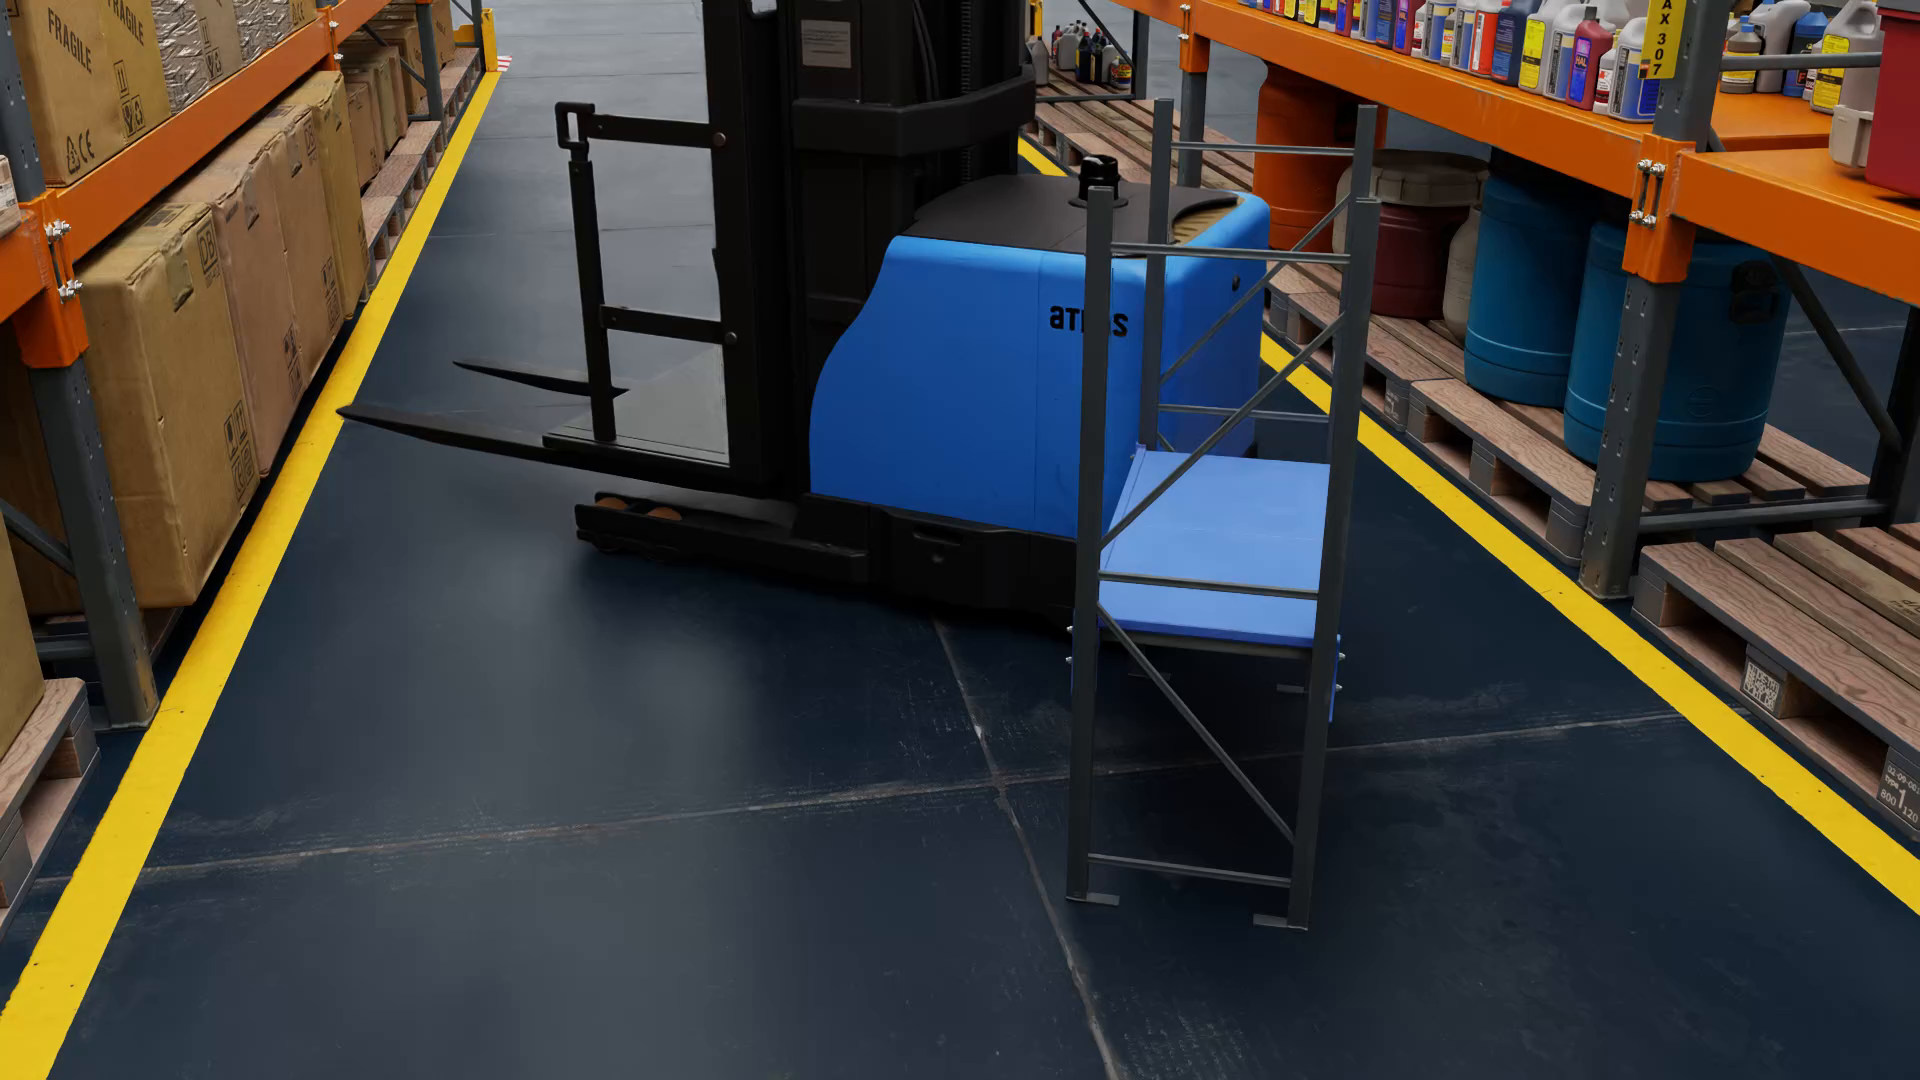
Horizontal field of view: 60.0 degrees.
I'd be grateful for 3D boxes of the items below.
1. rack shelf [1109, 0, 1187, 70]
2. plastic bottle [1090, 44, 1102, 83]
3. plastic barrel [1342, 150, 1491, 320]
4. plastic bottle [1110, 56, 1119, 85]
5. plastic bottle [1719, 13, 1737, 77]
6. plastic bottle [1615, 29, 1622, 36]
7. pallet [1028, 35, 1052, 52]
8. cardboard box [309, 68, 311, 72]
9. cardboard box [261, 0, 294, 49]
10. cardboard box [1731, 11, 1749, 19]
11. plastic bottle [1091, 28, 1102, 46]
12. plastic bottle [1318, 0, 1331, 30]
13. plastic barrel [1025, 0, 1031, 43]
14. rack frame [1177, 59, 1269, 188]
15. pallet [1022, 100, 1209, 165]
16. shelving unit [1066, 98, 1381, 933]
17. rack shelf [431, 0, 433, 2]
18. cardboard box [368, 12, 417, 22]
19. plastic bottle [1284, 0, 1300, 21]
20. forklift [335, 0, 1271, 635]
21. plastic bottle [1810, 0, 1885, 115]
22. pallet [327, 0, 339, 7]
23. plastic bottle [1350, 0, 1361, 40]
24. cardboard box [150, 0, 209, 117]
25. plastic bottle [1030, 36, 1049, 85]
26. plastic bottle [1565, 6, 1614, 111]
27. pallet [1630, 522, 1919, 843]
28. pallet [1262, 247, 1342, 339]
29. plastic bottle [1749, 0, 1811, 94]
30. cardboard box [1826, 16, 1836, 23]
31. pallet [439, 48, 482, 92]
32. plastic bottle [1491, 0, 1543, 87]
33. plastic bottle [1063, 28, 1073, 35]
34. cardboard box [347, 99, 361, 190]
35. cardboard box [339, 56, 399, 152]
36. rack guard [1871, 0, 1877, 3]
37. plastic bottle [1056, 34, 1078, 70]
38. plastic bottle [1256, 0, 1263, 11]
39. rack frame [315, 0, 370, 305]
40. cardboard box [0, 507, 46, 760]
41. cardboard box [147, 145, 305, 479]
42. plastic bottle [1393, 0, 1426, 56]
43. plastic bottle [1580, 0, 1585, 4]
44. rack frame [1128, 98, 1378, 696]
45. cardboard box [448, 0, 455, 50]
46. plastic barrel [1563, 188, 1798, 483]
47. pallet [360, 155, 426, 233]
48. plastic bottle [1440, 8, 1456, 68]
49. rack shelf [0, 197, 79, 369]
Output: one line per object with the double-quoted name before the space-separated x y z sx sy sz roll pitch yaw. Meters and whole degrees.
"rack shelf" 1.225 -3.283 9.917 1.077 0.370 4.000 -4 24 -10
"plastic bottle" 1.036 -3.631 12.660 0.061 0.283 0.133 -4 24 -10
"plastic barrel" 1.911 -1.278 6.916 0.600 0.588 0.708 -4 24 -10
"plastic bottle" 1.190 -3.556 12.591 0.097 0.201 0.097 0 24 0
"plastic bottle" 2.525 -1.640 5.505 0.097 0.201 0.097 0 24 0
"plastic bottle" 1.996 -1.453 5.077 0.097 0.201 0.097 0 24 0
"pallet" 0.321 -4.348 14.942 1.003 0.211 1.213 -4 24 -10
"cardboard box" -3.534 -2.328 8.469 0.500 0.250 0.500 -2 24 -4
"cardboard box" -2.851 -2.133 6.260 0.500 0.500 0.500 -5 24 -10
"cardboard box" 5.556 -3.773 12.350 0.500 0.311 0.500 -4 24 -10
"plastic bottle" 1.079 -3.809 12.984 0.144 0.351 0.185 -5 24 -12
"plastic bottle" 1.505 -2.200 6.700 0.097 0.271 0.097 0 24 0
"plastic barrel" 0.405 -4.574 14.560 0.421 0.512 0.421 0 24 0
"rack frame" 1.595 -2.826 7.972 1.000 3.000 0.127 -4 24 -10
"pallet" 1.039 -2.815 11.432 1.003 0.211 1.213 -4 24 -10
"shelving unit" 0.582 -0.109 3.625 0.538 1.500 1.048 5 24 12
"rack shelf" -4.382 -4.490 12.681 1.077 0.370 4.000 -4 24 -10
"cardboard box" -4.352 -3.703 12.579 0.500 0.500 0.500 -6 24 -14
"plastic bottle" 1.423 -2.340 7.006 0.061 0.283 0.133 -4 24 -10
"forklift" -0.632 -1.455 4.918 3.031 2.935 1.130 10 26 22
"plastic bottle" 2.581 -1.408 4.788 0.144 0.351 0.185 -4 24 -10
"pallet" -3.509 -2.644 7.795 1.213 0.211 1.003 -4 24 -10
"plastic bottle" 1.565 -2.071 6.404 0.097 0.271 0.097 0 24 0
"cardboard box" -2.558 -1.526 4.871 0.500 0.500 0.500 -5 24 -11
"plastic bottle" 0.595 -3.629 12.572 0.144 0.351 0.185 -4 24 -10
"plastic bottle" 1.857 -1.418 4.894 0.061 0.283 0.133 -4 24 -10
"pallet" 2.509 0.312 4.272 1.003 0.211 1.213 -4 24 -10
"pallet" 1.782 -1.241 7.827 1.003 0.211 1.213 -4 24 -10
"plastic bottle" 2.556 -1.550 5.206 0.152 0.276 0.135 -4 24 -10
"cardboard box" 6.183 -3.611 11.981 0.500 0.311 0.500 -4 24 -8
"pallet" -4.622 -3.976 14.090 1.003 0.211 1.213 -4 24 -10
"plastic bottle" 1.809 -1.640 5.319 0.144 0.351 0.185 -4 24 -10
"plastic bottle" 0.932 -4.080 13.698 0.152 0.276 0.135 -5 24 -11
"cardboard box" -3.531 -1.995 8.643 0.700 0.500 0.500 -6 24 -14
"cardboard box" -3.850 -2.657 10.158 0.700 0.500 0.500 -4 24 -10
"rack guard" 9.866 -5.530 17.288 1.175 0.500 0.348 -4 24 -10
"plastic bottle" 0.859 -3.921 13.334 0.152 0.276 0.135 -4 24 -10
"plastic bottle" 1.370 -2.455 7.371 0.097 0.201 0.097 0 24 0
"rack frame" -3.273 -2.459 7.133 1.000 3.000 0.127 -4 24 -10
"cardboard box" -2.489 0.161 3.264 0.875 0.875 0.875 -4 24 -10
"cardboard box" -2.837 -0.706 5.249 1.225 0.875 0.875 -5 24 -12
"plastic bottle" 1.628 -1.904 6.007 0.061 0.283 0.133 -4 24 -10
"plastic bottle" 1.951 -1.651 5.343 0.144 0.351 0.185 -4 24 -10
"rack frame" 0.693 -0.307 4.080 0.500 1.500 0.032 5 24 12
"cardboard box" -4.653 -4.406 14.189 0.500 0.500 0.500 0 24 0
"plastic barrel" 2.251 -0.698 5.199 0.600 0.901 0.708 -4 24 -10
"pallet" -3.638 -1.968 9.492 1.003 0.211 1.213 -4 24 -10
"plastic bottle" 1.710 -1.731 5.714 0.097 0.201 0.097 0 24 0
"rack shelf" -2.163 0.231 1.873 1.077 0.370 4.000 -4 24 -10
